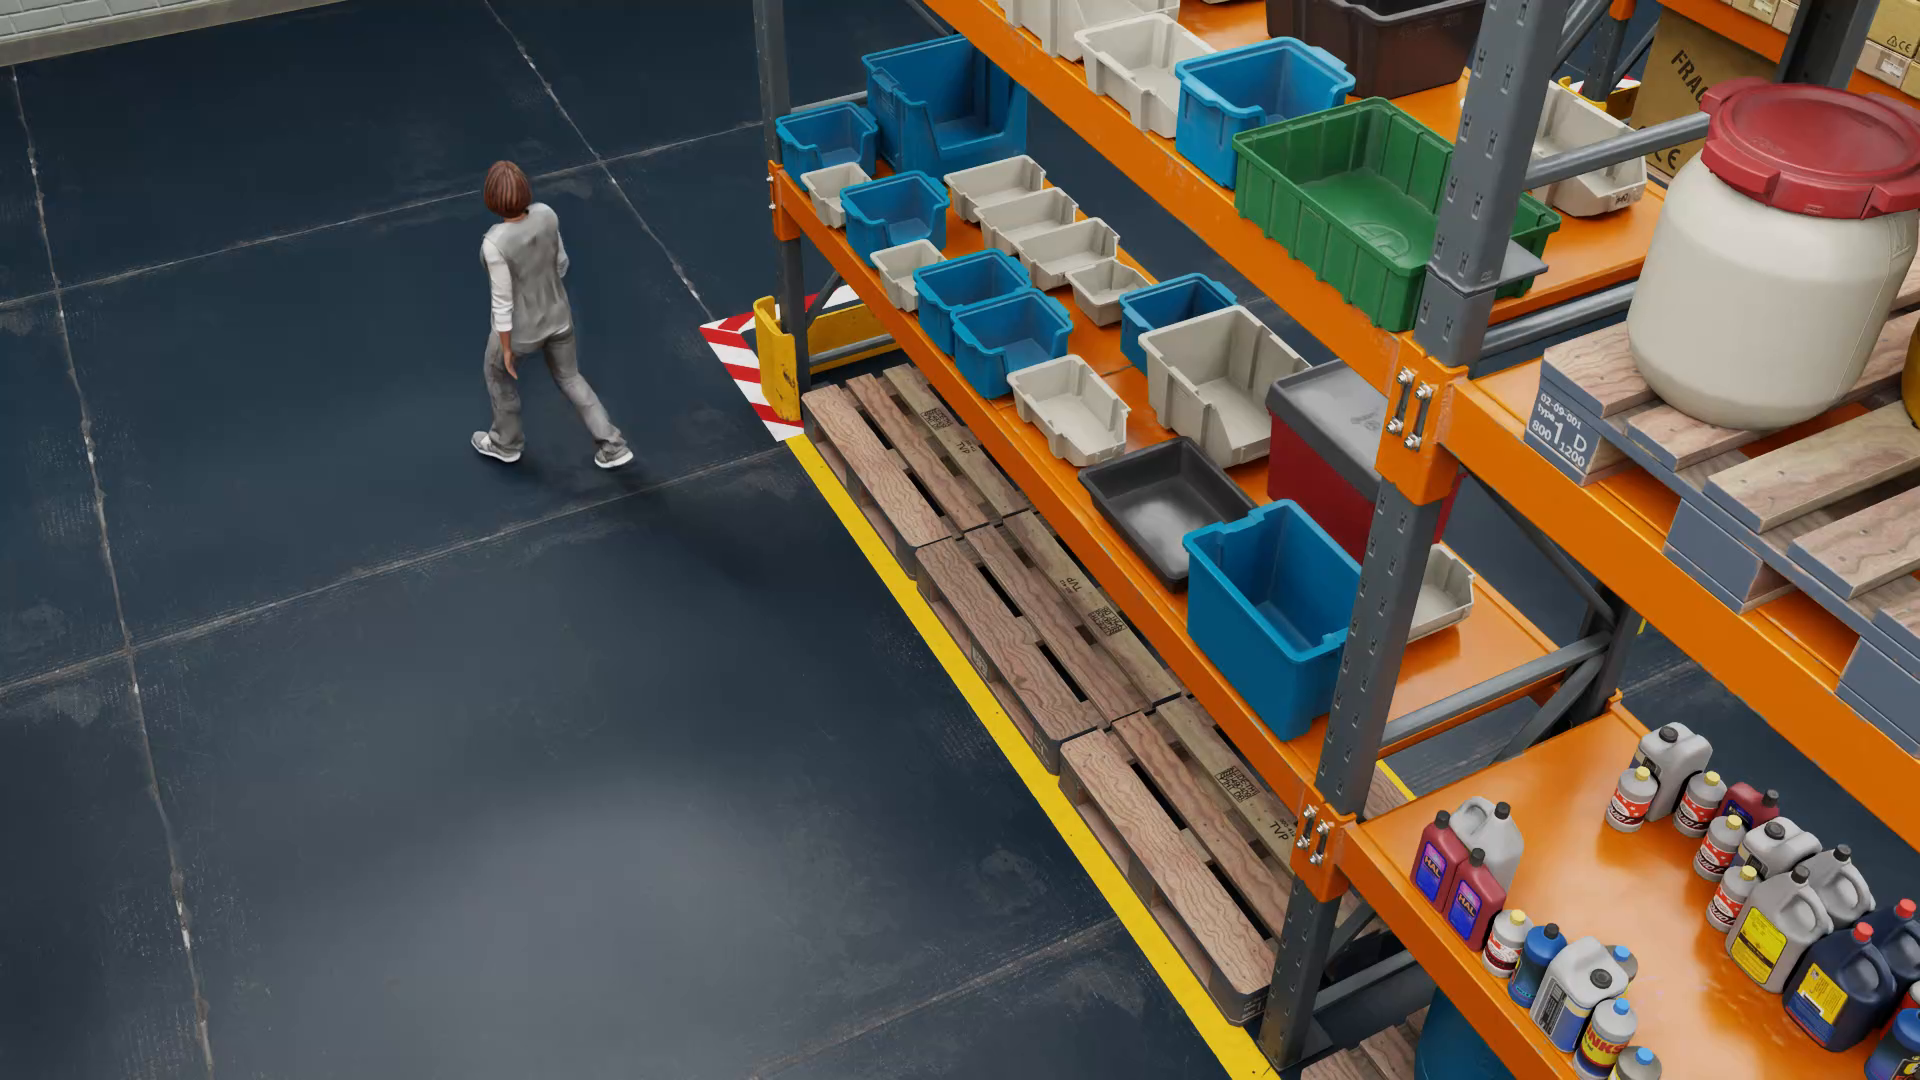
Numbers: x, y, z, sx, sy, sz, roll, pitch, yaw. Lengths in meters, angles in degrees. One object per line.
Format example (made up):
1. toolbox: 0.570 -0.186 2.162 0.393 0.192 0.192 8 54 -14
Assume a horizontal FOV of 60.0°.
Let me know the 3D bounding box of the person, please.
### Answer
1. person: -1.847 -0.946 7.217 0.871 1.551 0.446 27 49 27
